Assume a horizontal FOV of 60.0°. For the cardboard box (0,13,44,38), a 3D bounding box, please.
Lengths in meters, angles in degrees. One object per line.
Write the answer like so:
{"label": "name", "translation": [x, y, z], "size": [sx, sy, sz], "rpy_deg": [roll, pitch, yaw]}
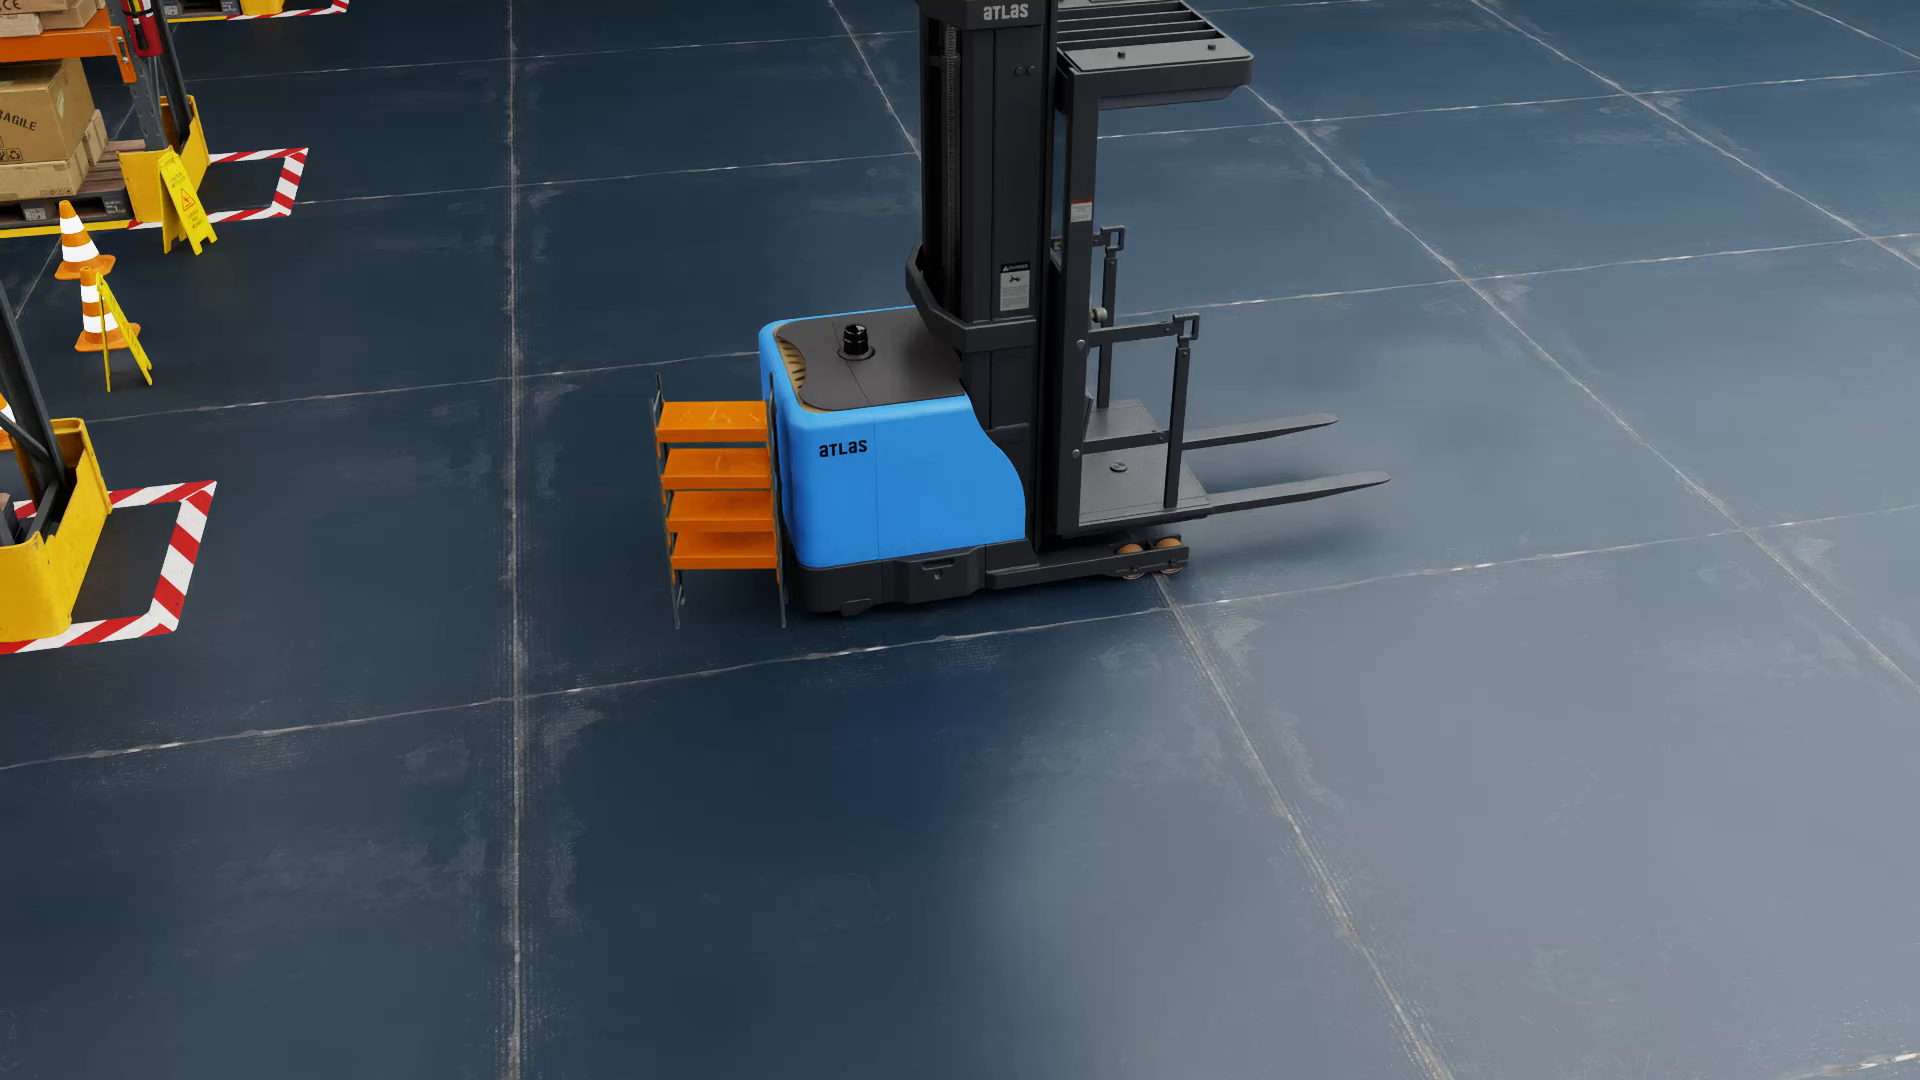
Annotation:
{"label": "cardboard box", "translation": [-6.138, -3.423, 10.884], "size": [0.250, 0.149, 0.380], "rpy_deg": [-8, 35, -11]}

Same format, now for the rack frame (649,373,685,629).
{"label": "rack frame", "translation": [-1.300, -0.155, 7.405], "size": [0.015, 1.200, 0.240], "rpy_deg": [-1, 34, -1]}

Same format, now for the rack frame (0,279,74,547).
{"label": "rack frame", "translation": [-4.407, -1.103, 7.201], "size": [0.127, 3.000, 1.000], "rpy_deg": [-7, 35, -11]}

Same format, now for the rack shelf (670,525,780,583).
{"label": "rack shelf", "translation": [-1.057, 0.063, 7.557], "size": [0.480, 0.148, 0.258], "rpy_deg": [-1, 34, -1]}

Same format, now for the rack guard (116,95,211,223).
{"label": "rack guard", "translation": [-5.672, -2.733, 11.874], "size": [0.348, 0.500, 1.175], "rpy_deg": [-7, 35, -11]}

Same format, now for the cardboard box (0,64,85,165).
{"label": "cardboard box", "translation": [-6.322, -2.884, 11.274], "size": [0.500, 0.500, 0.500], "rpy_deg": [-7, 34, -10]}

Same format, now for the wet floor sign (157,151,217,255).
{"label": "wet floor sign", "translation": [-5.176, -2.245, 11.016], "size": [0.232, 0.644, 0.267], "rpy_deg": [4, 34, 6]}

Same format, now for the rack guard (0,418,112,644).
{"label": "rack guard", "translation": [-4.384, -0.068, 7.902], "size": [0.348, 0.500, 1.175], "rpy_deg": [-7, 35, -11]}

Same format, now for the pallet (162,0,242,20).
{"label": "pallet", "translation": [-7.433, -5.203, 15.814], "size": [1.213, 0.211, 1.003], "rpy_deg": [-7, 35, -11]}

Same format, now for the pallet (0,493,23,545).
{"label": "pallet", "translation": [-5.170, 0.196, 7.769], "size": [1.213, 0.211, 1.003], "rpy_deg": [-7, 35, -11]}

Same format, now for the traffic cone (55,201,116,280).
{"label": "traffic cone", "translation": [-5.733, -1.973, 10.775], "size": [0.334, 0.463, 0.336], "rpy_deg": [-7, 35, -11]}

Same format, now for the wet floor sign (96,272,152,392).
{"label": "wet floor sign", "translation": [-4.816, -1.205, 9.466], "size": [0.232, 0.644, 0.267], "rpy_deg": [-13, 36, -19]}

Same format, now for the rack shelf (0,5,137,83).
{"label": "rack shelf", "translation": [-7.548, -3.236, 11.026], "size": [4.000, 0.370, 1.077], "rpy_deg": [-7, 35, -11]}

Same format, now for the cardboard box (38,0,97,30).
{"label": "cardboard box", "translation": [-5.915, -3.514, 11.020], "size": [0.250, 0.149, 0.380], "rpy_deg": [-6, 34, -9]}

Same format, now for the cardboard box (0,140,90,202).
{"label": "cardboard box", "translation": [-6.350, -2.565, 11.471], "size": [0.500, 0.250, 0.500], "rpy_deg": [-7, 35, -11]}

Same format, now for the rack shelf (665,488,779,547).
{"label": "rack shelf", "translation": [-1.057, -0.102, 7.446], "size": [0.480, 0.148, 0.258], "rpy_deg": [-1, 34, -1]}

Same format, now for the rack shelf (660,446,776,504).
{"label": "rack shelf", "translation": [-1.057, -0.288, 7.321], "size": [0.480, 0.148, 0.258], "rpy_deg": [-1, 34, -1]}

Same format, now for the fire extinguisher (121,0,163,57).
{"label": "fire extinguisher", "translation": [-5.384, -3.512, 10.861], "size": [0.183, 0.674, 0.296], "rpy_deg": [-7, 35, -11]}

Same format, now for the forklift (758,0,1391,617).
{"label": "forklift", "translation": [0.610, -1.306, 7.565], "size": [3.031, 2.935, 1.130], "rpy_deg": [-8, 35, -12]}

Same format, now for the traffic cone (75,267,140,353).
{"label": "traffic cone", "translation": [-5.156, -1.412, 9.938], "size": [0.334, 0.463, 0.336], "rpy_deg": [-7, 35, -11]}

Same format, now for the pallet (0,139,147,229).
{"label": "pallet", "translation": [-6.472, -2.533, 11.835], "size": [1.213, 0.211, 1.003], "rpy_deg": [-7, 35, -11]}

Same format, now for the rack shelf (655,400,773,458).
{"label": "rack shelf", "translation": [-1.057, -0.484, 7.189], "size": [0.480, 0.148, 0.258], "rpy_deg": [-1, 34, -1]}

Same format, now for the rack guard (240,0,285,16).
{"label": "rack guard", "translation": [-6.673, -5.443, 15.912], "size": [0.348, 0.500, 1.175], "rpy_deg": [-7, 35, -11]}

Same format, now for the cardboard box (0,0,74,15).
{"label": "cardboard box", "translation": [-6.066, -3.729, 10.759], "size": [0.500, 0.500, 0.500], "rpy_deg": [-8, 35, -11]}

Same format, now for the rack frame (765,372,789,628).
{"label": "rack frame", "translation": [-0.813, -0.160, 7.412], "size": [0.015, 1.200, 0.240], "rpy_deg": [-1, 34, -1]}

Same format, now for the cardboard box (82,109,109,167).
{"label": "cardboard box", "translation": [-6.446, -2.864, 11.917], "size": [0.500, 0.250, 0.500], "rpy_deg": [-7, 35, -11]}

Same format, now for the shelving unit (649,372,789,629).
{"label": "shelving unit", "translation": [-1.057, -0.158, 7.408], "size": [0.503, 1.200, 0.258], "rpy_deg": [-1, 34, -1]}

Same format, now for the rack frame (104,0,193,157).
{"label": "rack frame", "translation": [-5.598, -3.781, 11.192], "size": [0.127, 3.000, 1.000], "rpy_deg": [-7, 35, -11]}

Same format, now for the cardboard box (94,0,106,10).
{"label": "cardboard box", "translation": [-5.975, -3.747, 11.367], "size": [0.250, 0.149, 0.380], "rpy_deg": [-7, 35, -10]}

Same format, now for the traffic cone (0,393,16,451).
{"label": "traffic cone", "translation": [-5.238, -0.756, 8.961], "size": [0.334, 0.463, 0.336], "rpy_deg": [-7, 35, -11]}

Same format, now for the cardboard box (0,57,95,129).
{"label": "cardboard box", "translation": [-6.469, -3.173, 11.703], "size": [0.500, 0.500, 0.500], "rpy_deg": [-8, 35, -12]}
